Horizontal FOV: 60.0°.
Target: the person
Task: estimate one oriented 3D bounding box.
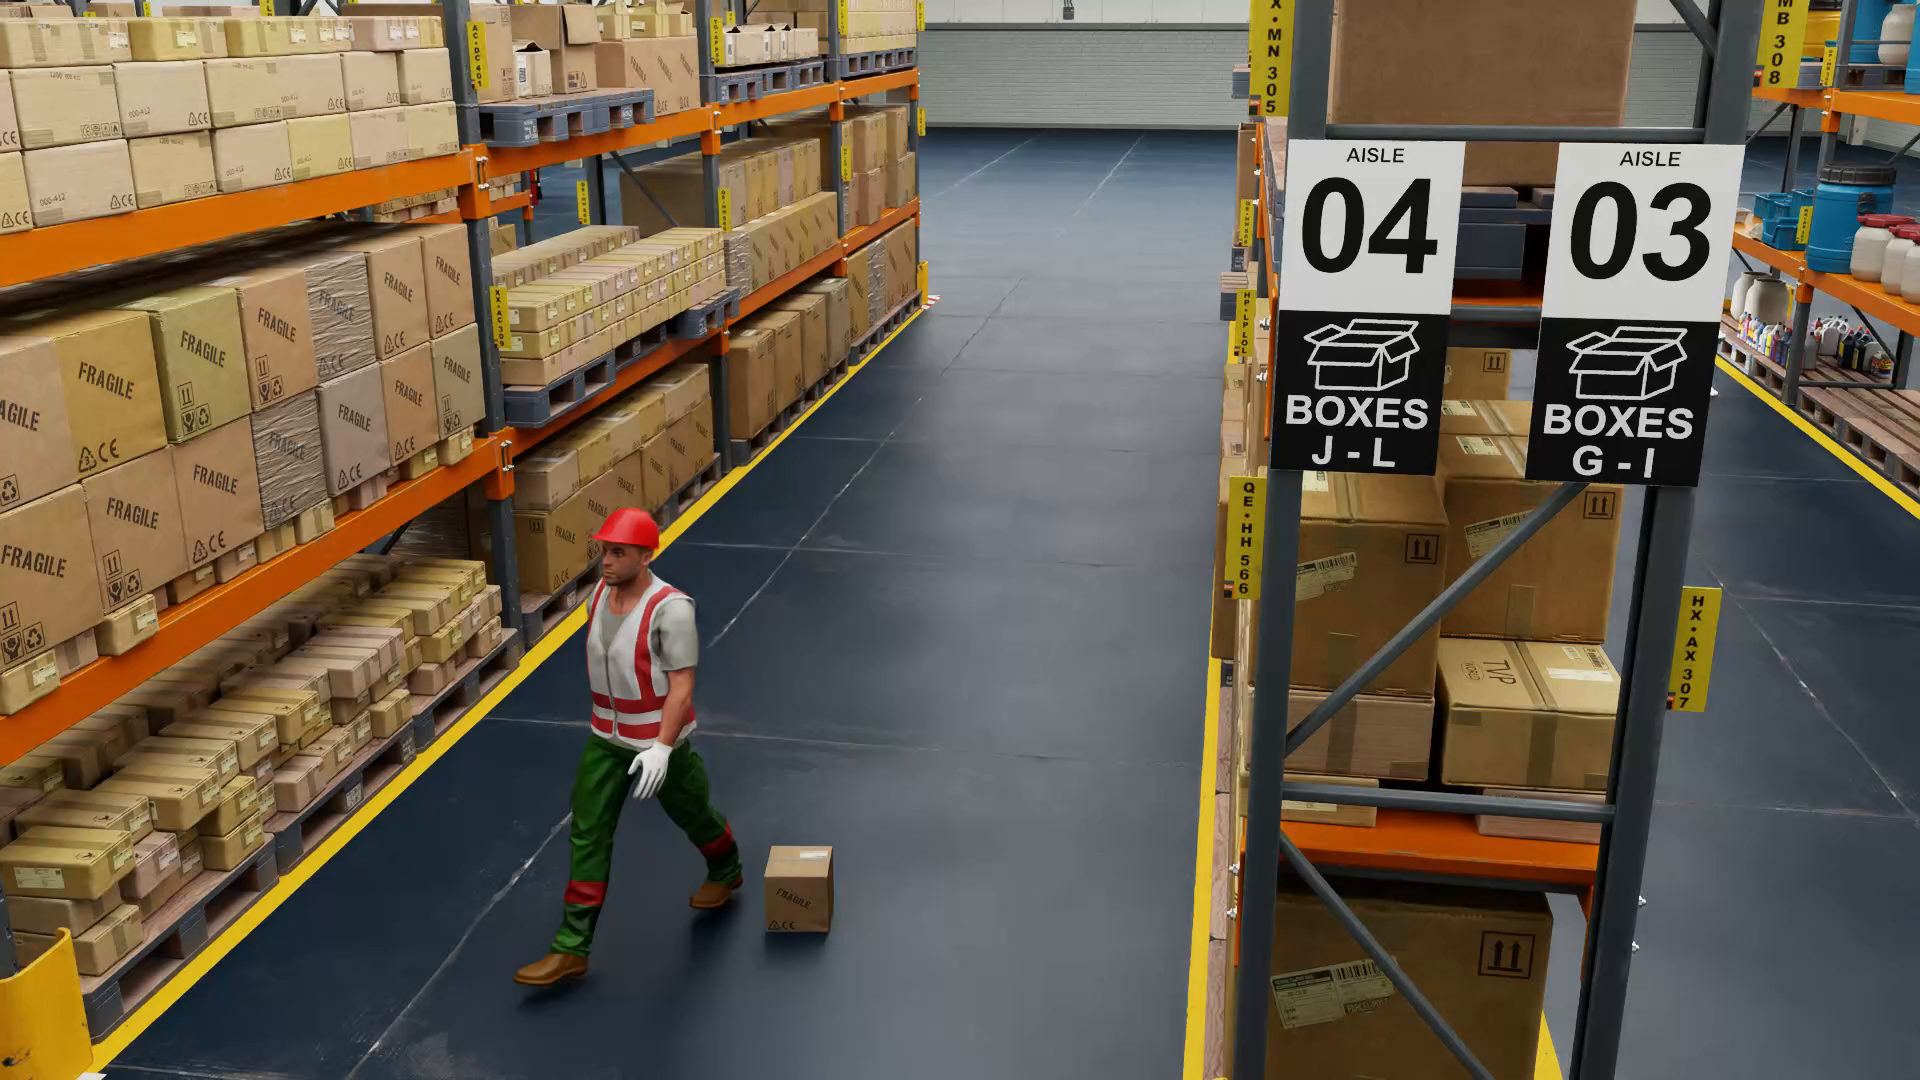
[{"bbox_3d":[-1.220,0.738,6.176,0.549,1.732,1.066,10,20,28],"label":"person"}]
